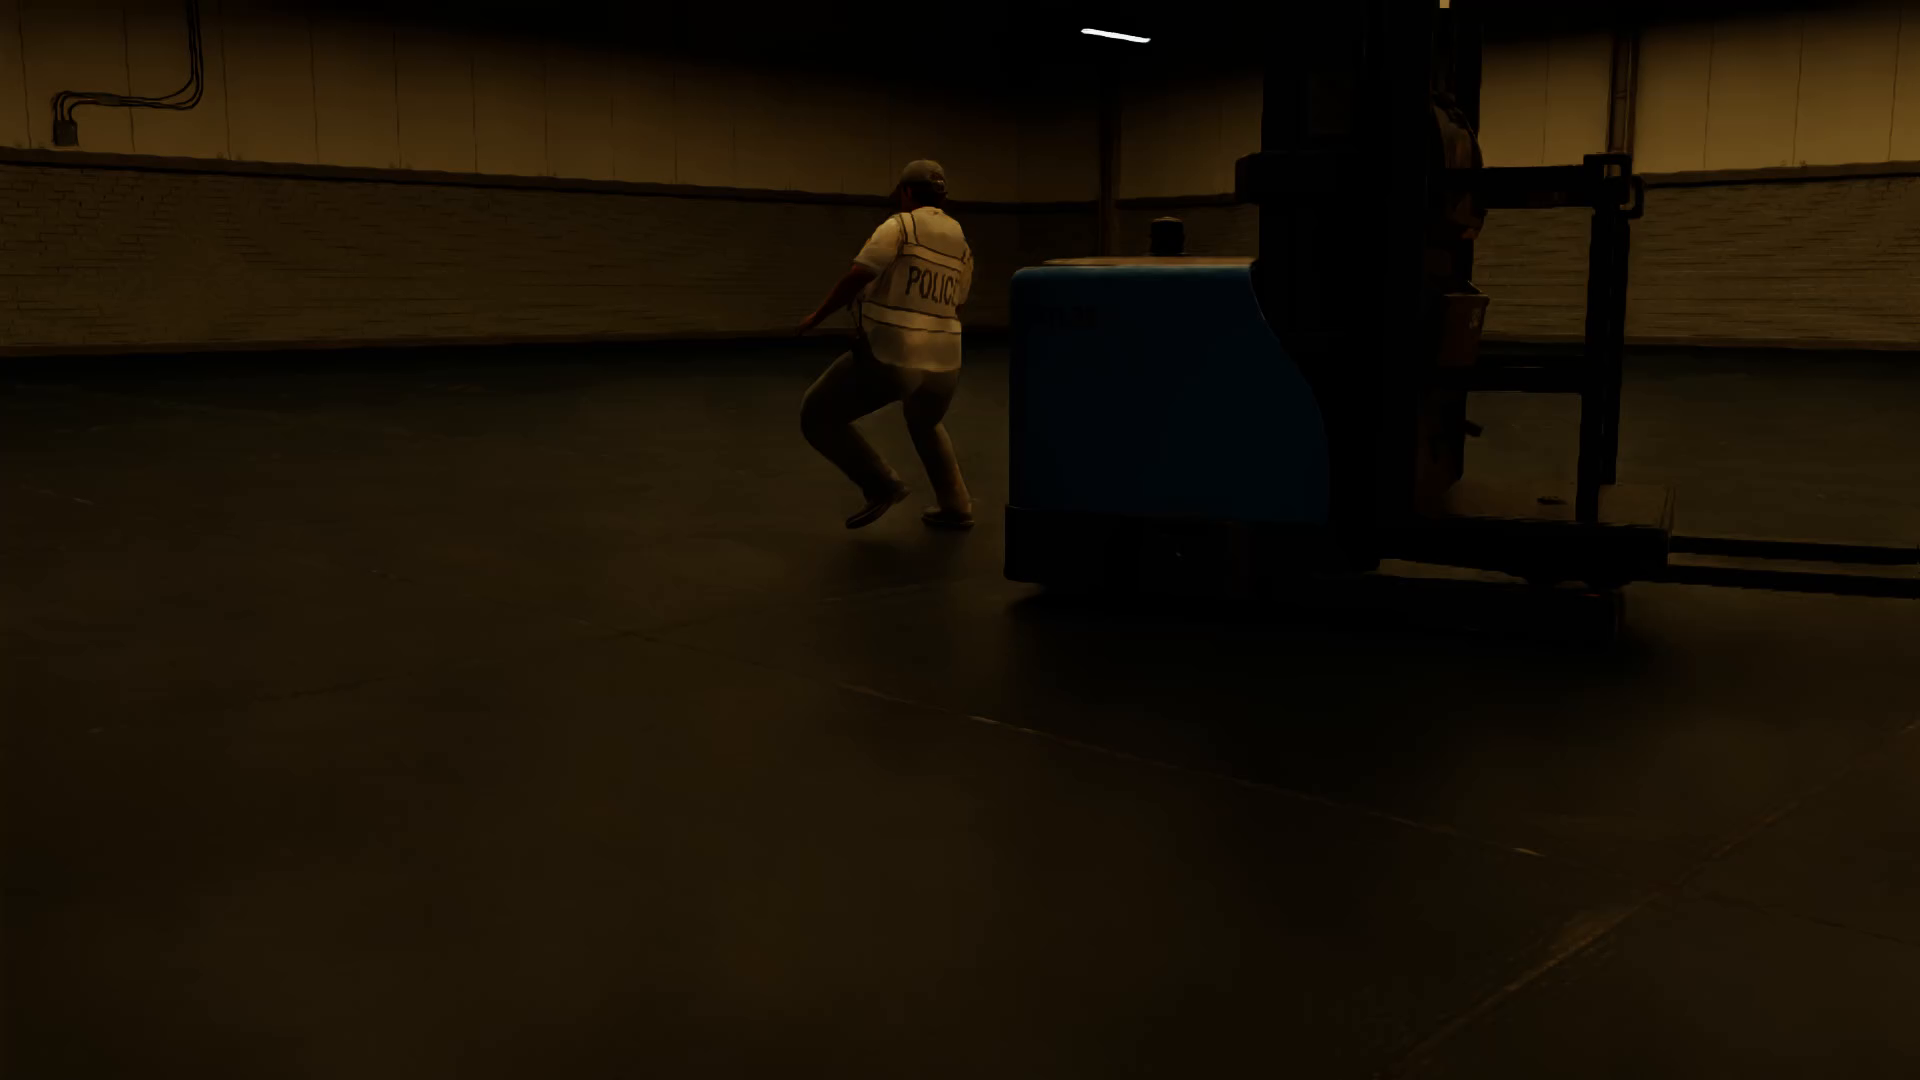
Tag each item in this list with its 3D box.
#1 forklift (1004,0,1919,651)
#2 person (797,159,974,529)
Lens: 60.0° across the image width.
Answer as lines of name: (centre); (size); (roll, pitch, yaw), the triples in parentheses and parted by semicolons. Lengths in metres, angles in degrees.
forklift: (1.708, -1.229, 5.033); (3.031, 2.935, 1.130); (4, 9, 24)
person: (-0.251, -0.772, 6.749); (0.816, 1.507, 0.679); (-7, 11, -39)
